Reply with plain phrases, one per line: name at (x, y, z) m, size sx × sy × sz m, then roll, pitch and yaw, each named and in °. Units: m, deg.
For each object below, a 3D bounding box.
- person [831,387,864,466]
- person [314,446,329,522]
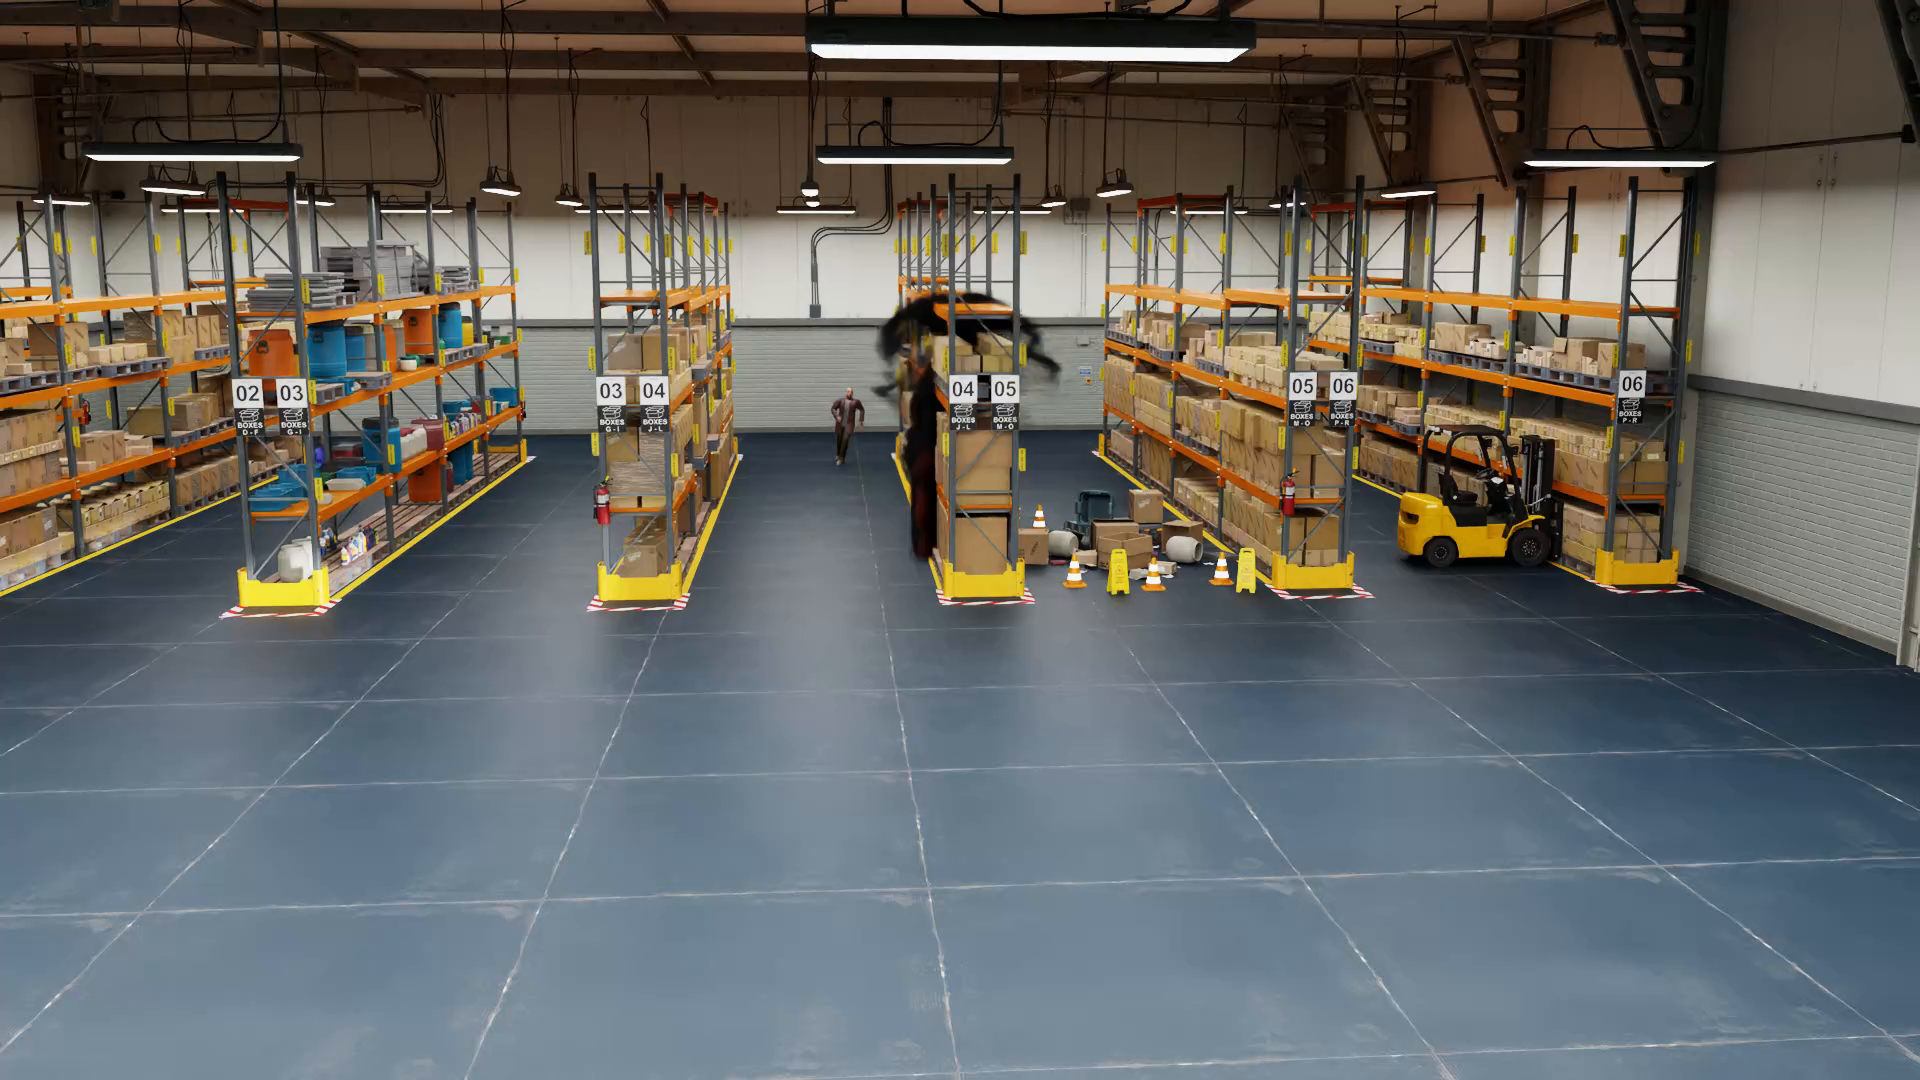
person at (-2.628, -2.646, 38.555) m, size 0.762 × 1.782 × 0.928 m, roll 1°, pitch 10°, yaw 7°
person at (-11.561, -1.021, 30.334) m, size 0.521 × 1.415 × 0.577 m, roll -3°, pitch 10°, yaw -15°
